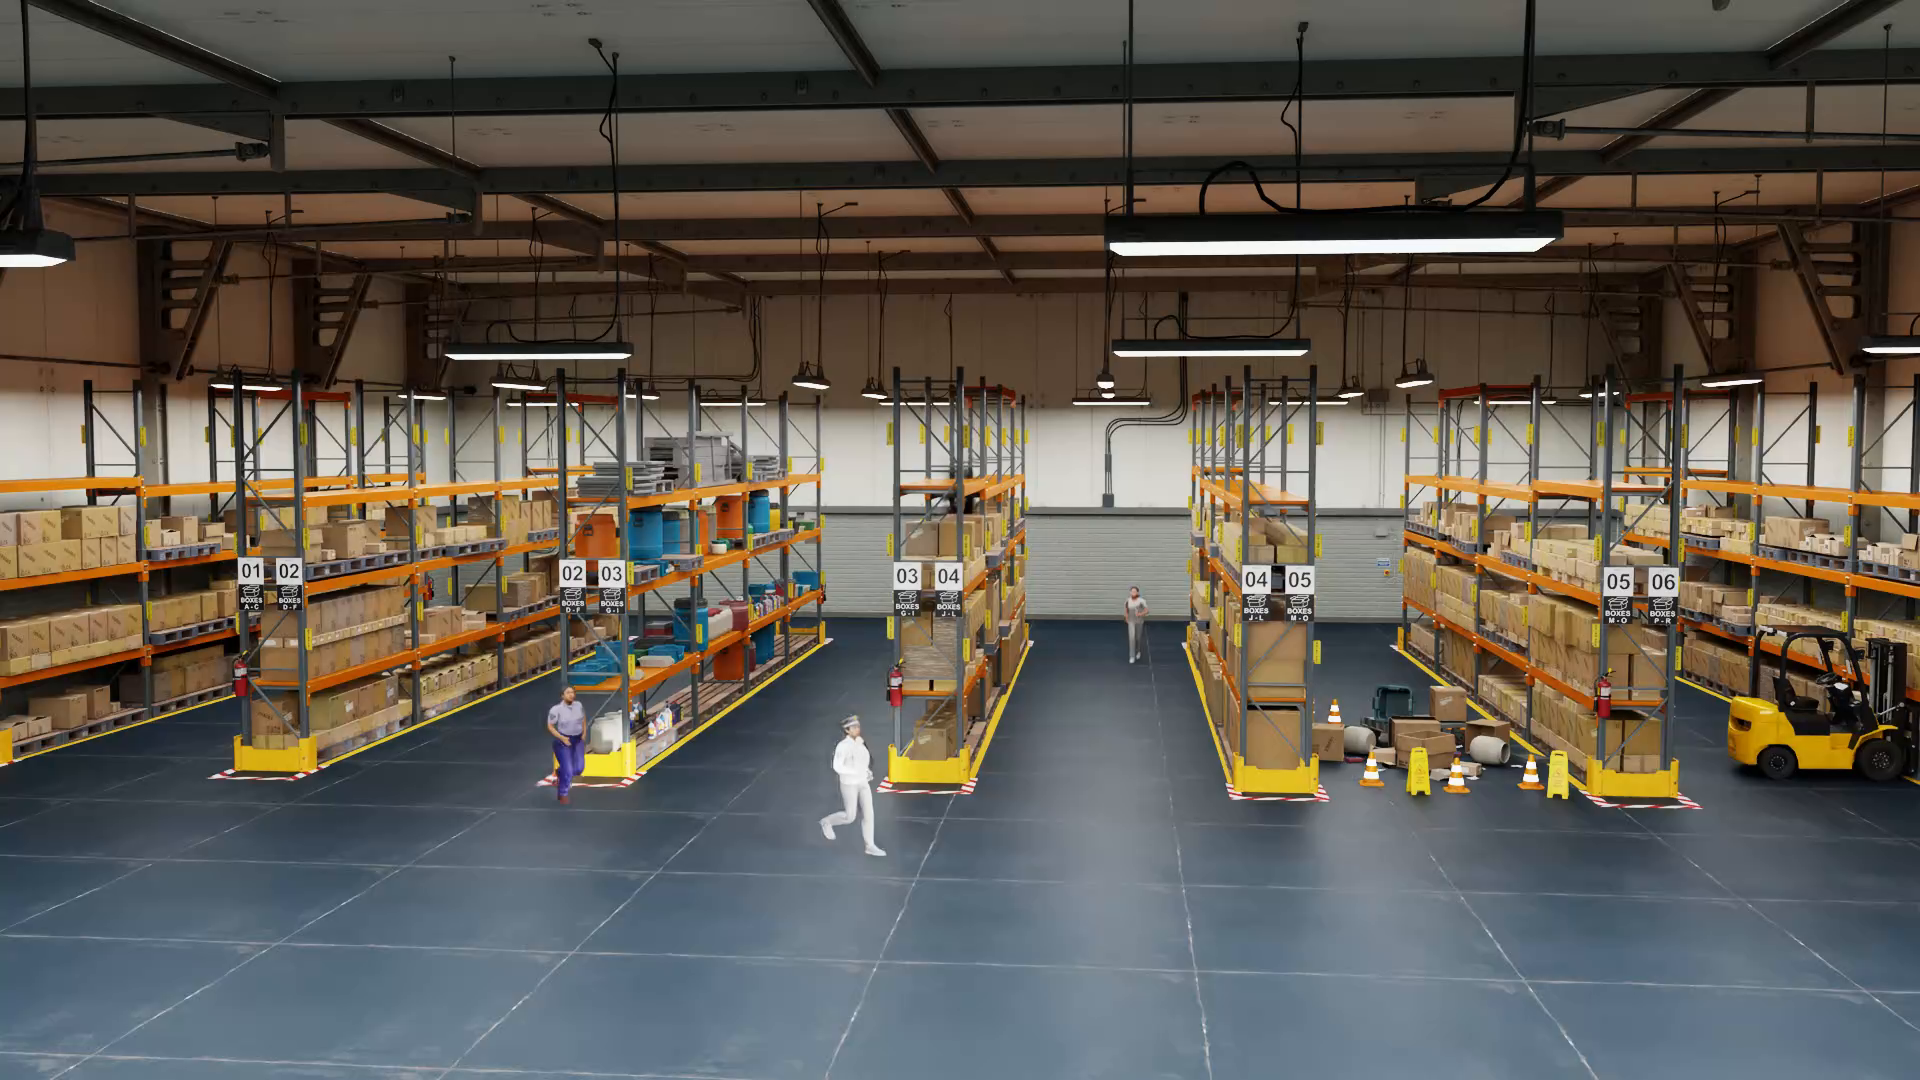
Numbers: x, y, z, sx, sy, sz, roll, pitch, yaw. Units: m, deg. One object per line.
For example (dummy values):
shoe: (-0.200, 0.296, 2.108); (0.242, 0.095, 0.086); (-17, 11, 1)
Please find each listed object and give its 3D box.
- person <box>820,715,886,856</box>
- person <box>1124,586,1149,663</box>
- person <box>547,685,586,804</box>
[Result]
person: (-1.260, 2.923, 19.965); (0.938, 1.661, 0.630); (3, 4, 38)
person: (3.892, 1.844, 36.745); (0.566, 1.652, 0.936); (1, 4, 15)
person: (-5.390, 2.799, 22.850); (0.629, 1.609, 0.603); (-3, 5, -44)
